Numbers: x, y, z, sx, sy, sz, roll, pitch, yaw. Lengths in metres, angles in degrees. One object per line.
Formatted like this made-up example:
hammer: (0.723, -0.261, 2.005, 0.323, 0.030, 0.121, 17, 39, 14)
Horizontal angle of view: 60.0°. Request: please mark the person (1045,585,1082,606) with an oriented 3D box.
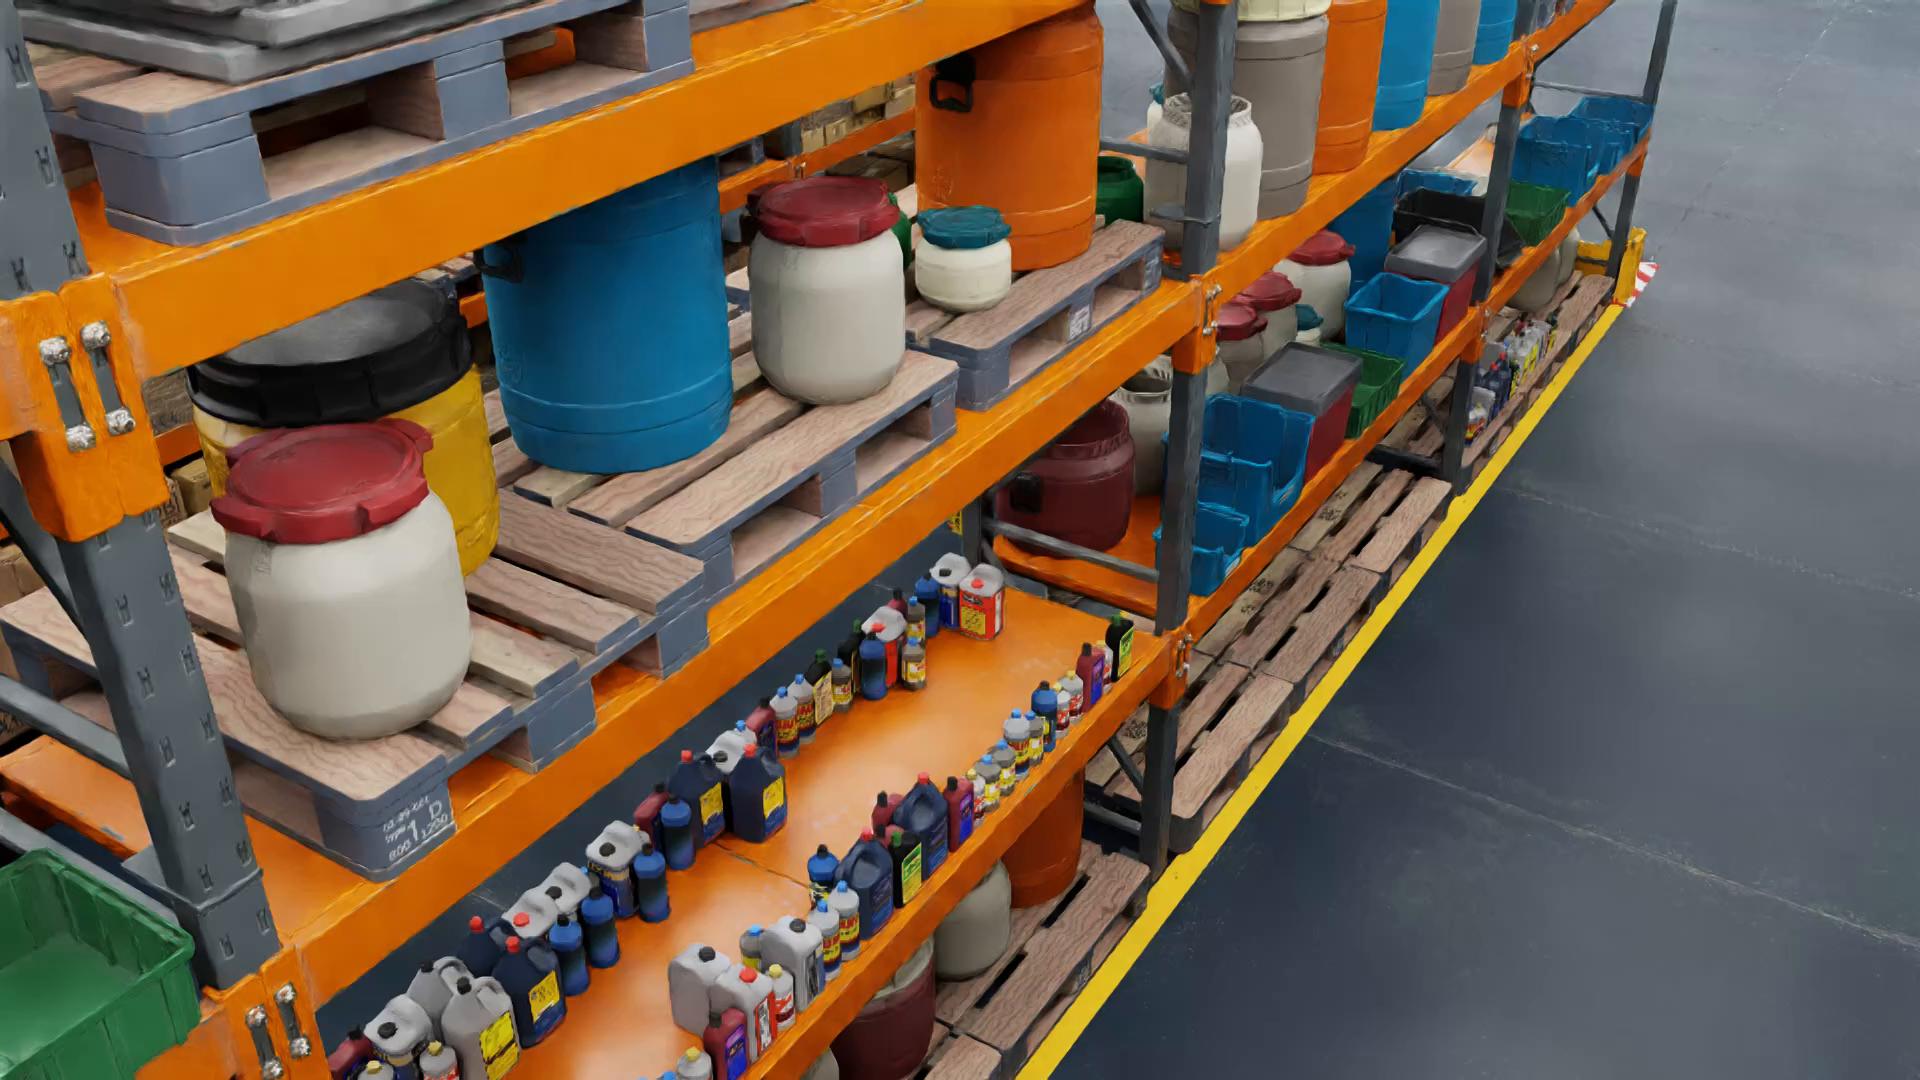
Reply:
person: (0.401, -0.284, 8.636, 0.523, 1.651, 0.766, 20, 36, 30)
